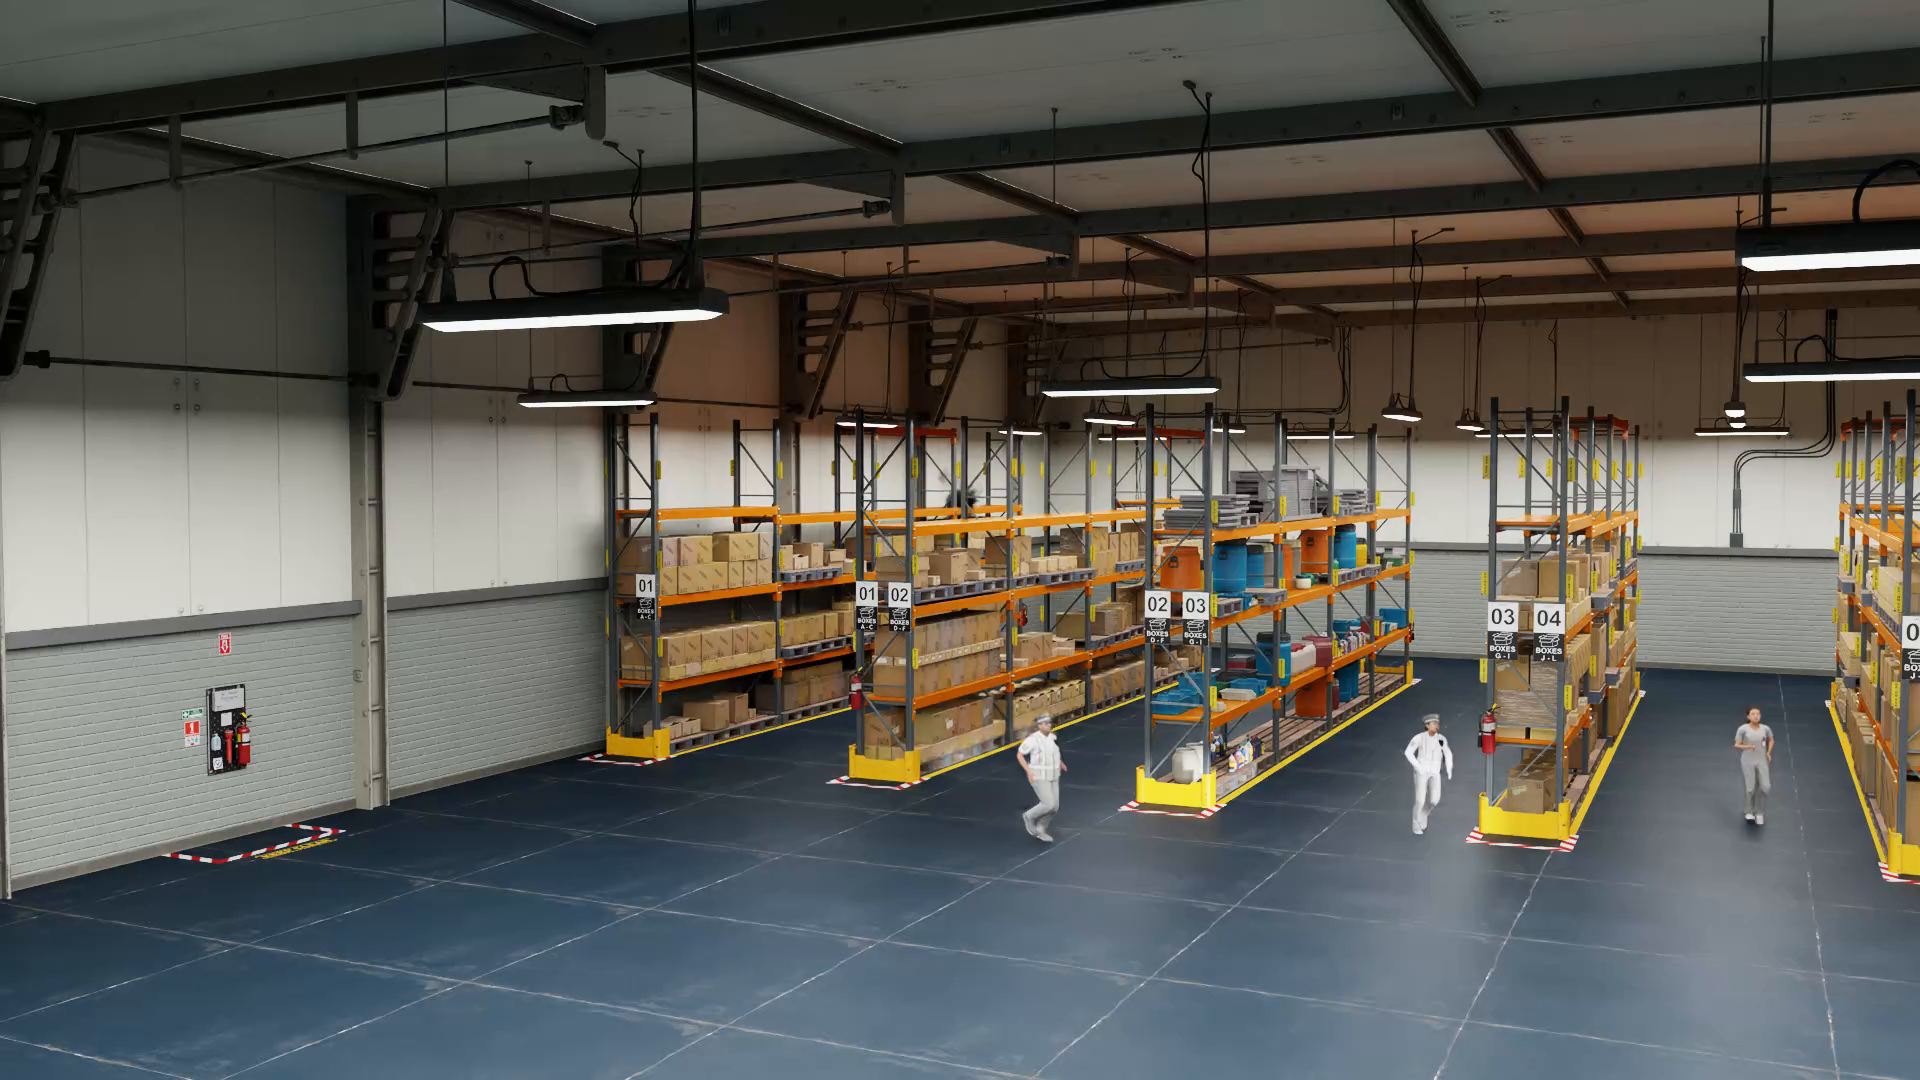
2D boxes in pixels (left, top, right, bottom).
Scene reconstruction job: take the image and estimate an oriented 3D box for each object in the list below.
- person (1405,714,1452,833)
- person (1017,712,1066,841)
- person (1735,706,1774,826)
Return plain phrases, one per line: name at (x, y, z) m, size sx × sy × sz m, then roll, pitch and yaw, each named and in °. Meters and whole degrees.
person at (6.481, 3.220, 22.896) m, size 0.690 × 1.650 × 0.474 m, roll 0°, pitch 2°, yaw -2°
person at (1.165, 3.190, 22.395) m, size 0.657 × 1.743 × 0.590 m, roll -2°, pitch 3°, yaw -43°
person at (11.221, 3.185, 23.454) m, size 0.546 × 1.678 × 0.642 m, roll 1°, pitch 2°, yaw 14°
